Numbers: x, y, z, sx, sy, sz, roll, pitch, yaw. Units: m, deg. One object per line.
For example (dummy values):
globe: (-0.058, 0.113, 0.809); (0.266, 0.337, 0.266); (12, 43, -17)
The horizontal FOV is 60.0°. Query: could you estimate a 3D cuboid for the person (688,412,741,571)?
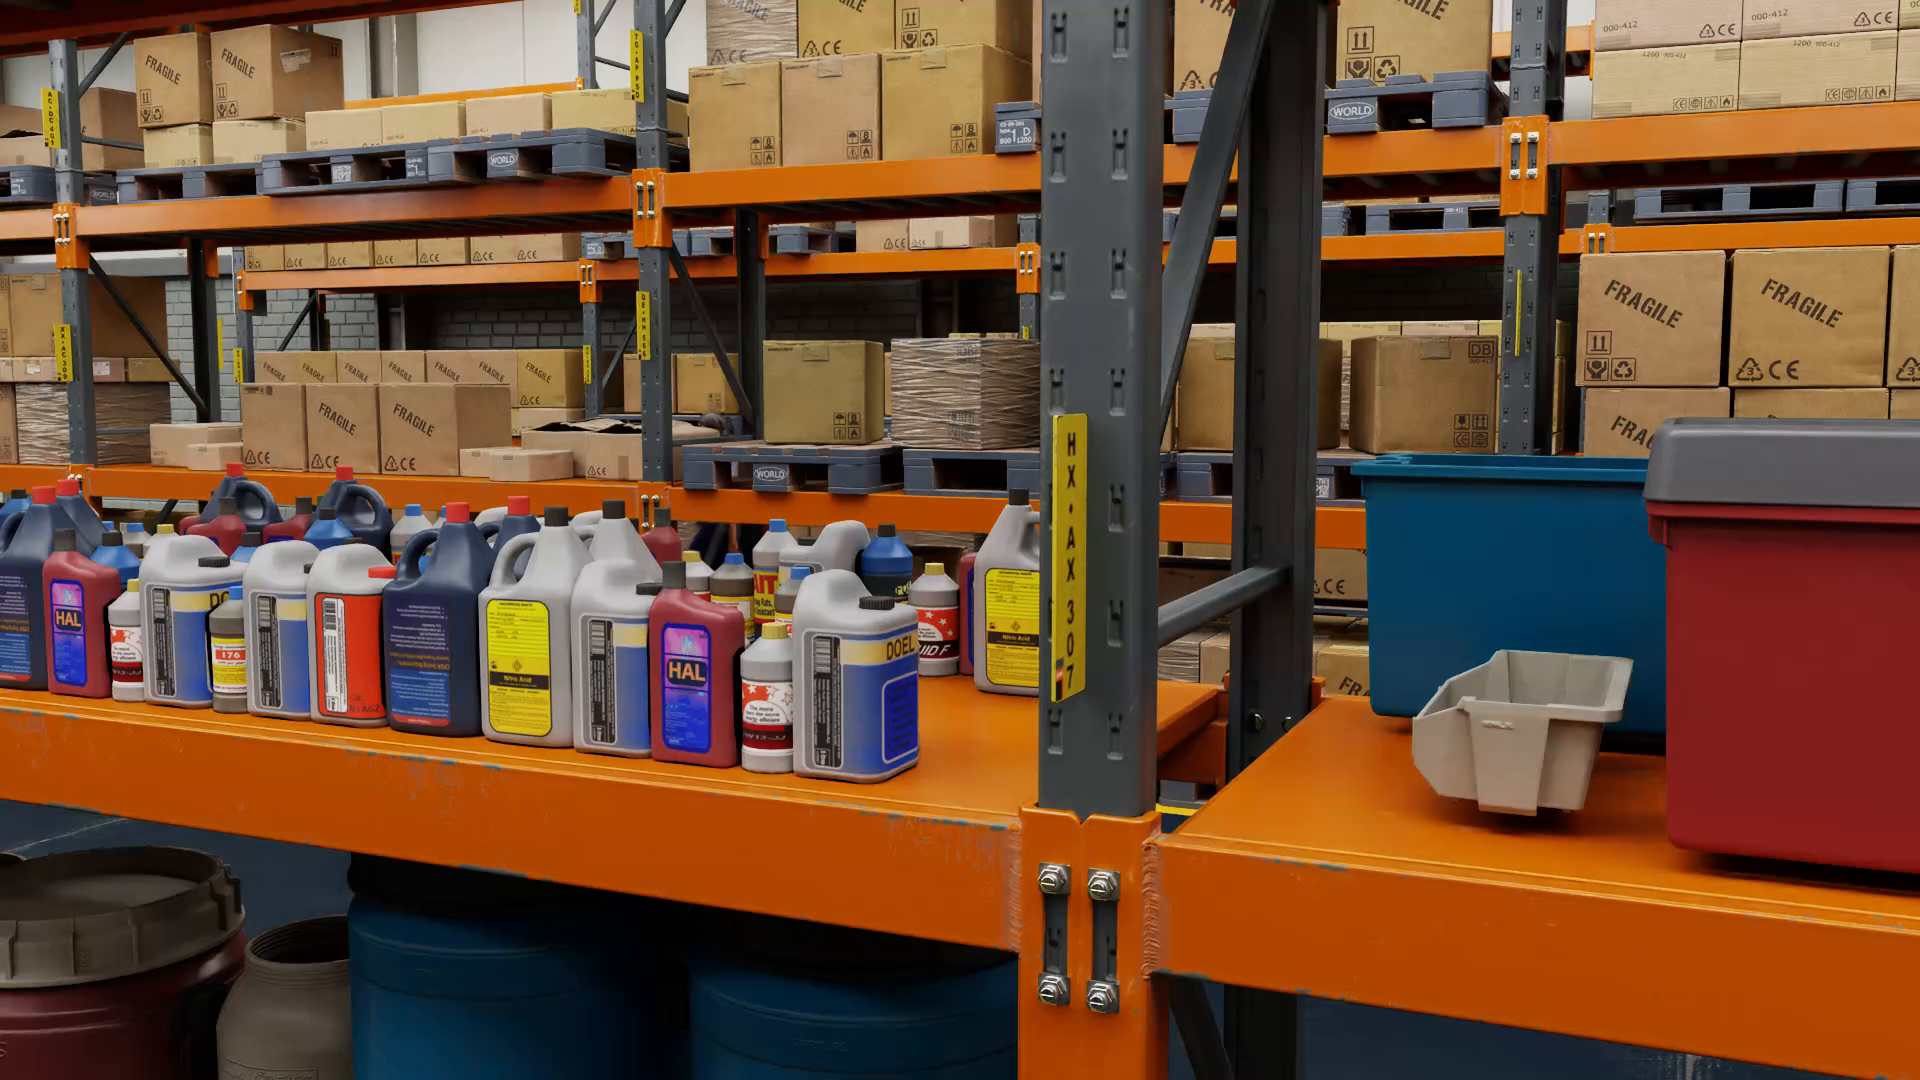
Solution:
person: (-1.573, -0.050, 10.830); (1.051, 1.569, 0.512); (2, 6, 17)
